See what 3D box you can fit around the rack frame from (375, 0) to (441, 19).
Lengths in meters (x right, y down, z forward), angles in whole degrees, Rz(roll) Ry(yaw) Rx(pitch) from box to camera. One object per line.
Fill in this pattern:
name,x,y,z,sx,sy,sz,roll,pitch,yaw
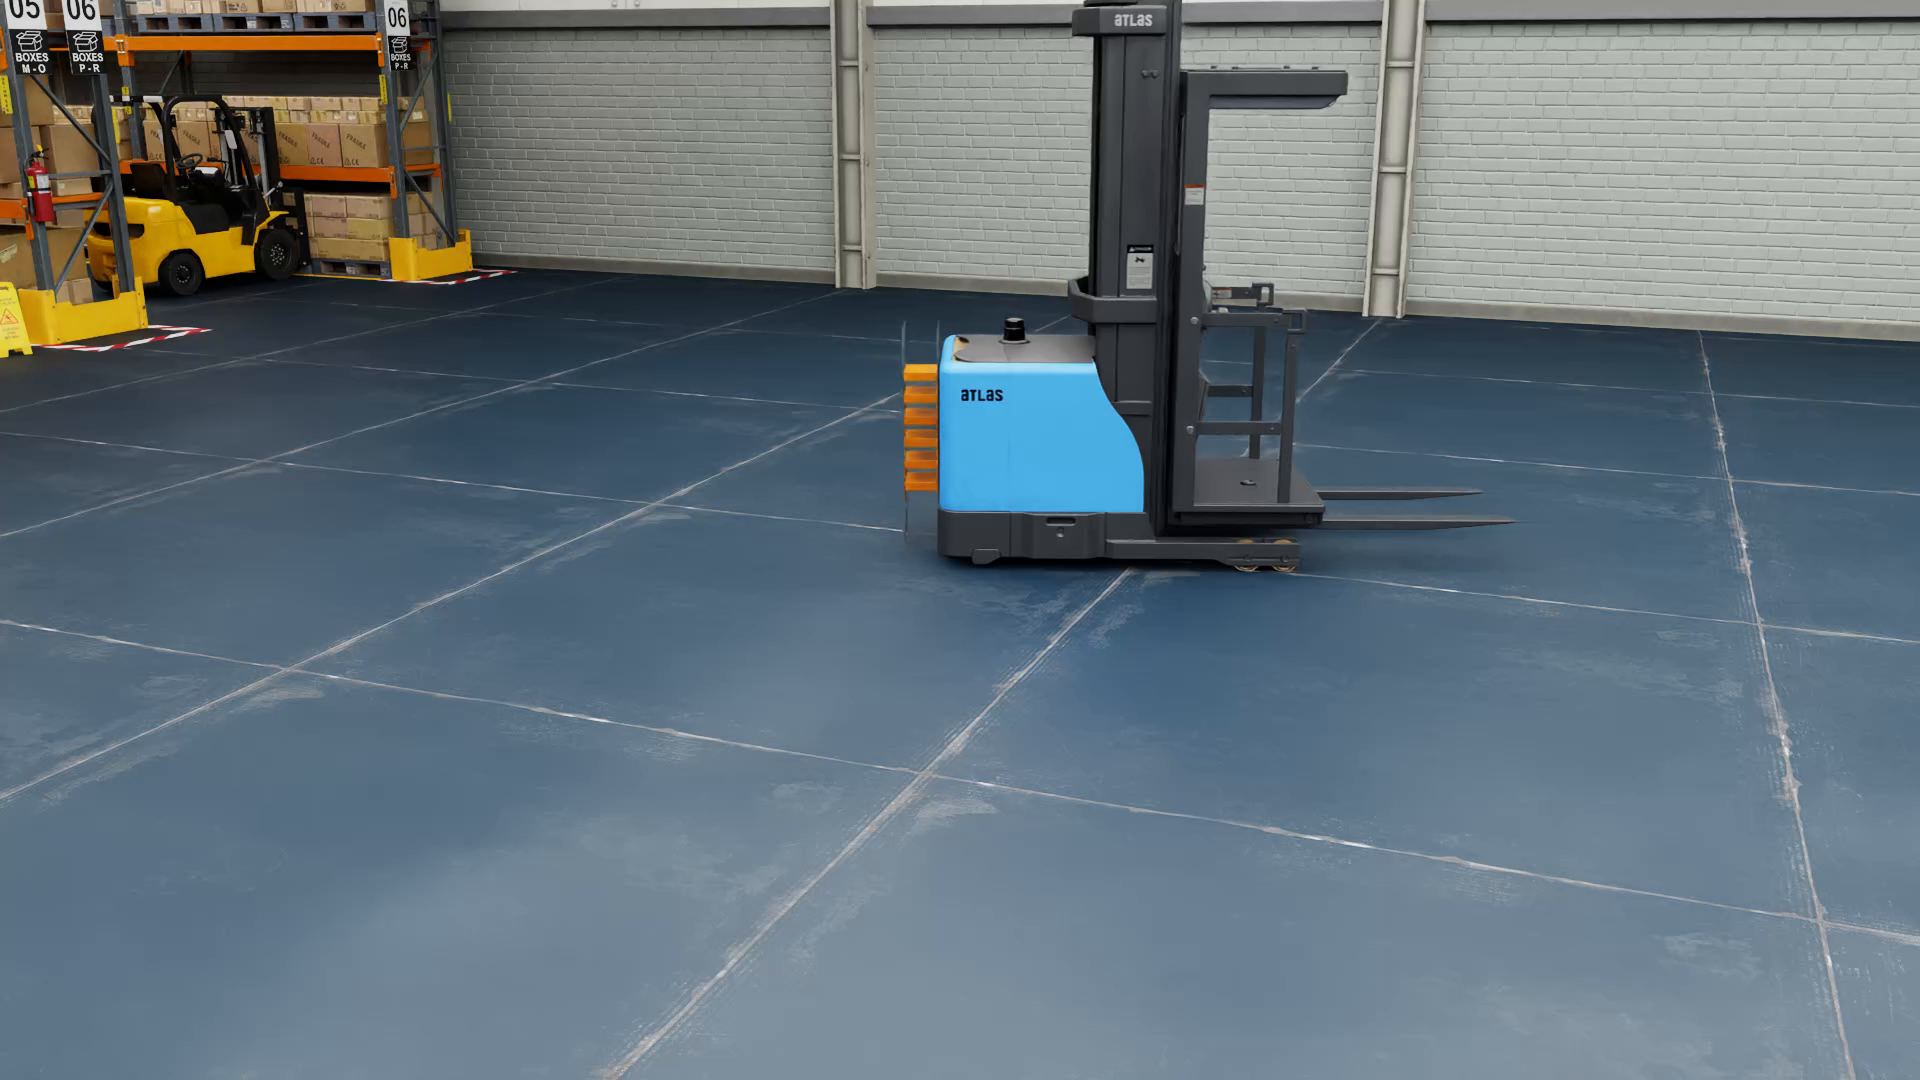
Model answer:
rack frame,-6.467,-7.569,19.107,0.127,3.000,1.000,6,17,21

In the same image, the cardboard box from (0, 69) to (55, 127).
cardboard box,-8.840,-4.067,15.298,0.500,0.500,0.700,6,17,19

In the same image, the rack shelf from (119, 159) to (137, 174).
rack shelf,-12.048,-4.957,22.158,4.000,0.370,1.077,6,17,21

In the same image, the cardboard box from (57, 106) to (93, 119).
cardboard box,-11.335,-5.487,21.352,0.250,0.149,0.380,6,17,19

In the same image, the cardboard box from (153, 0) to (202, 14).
cardboard box,-9.503,-6.597,20.364,0.500,0.311,0.500,7,17,22

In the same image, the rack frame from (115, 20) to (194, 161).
rack frame,-10.188,-5.098,21.353,0.127,3.000,1.000,6,17,21

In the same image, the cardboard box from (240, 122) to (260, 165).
cardboard box,-8.449,-4.875,20.407,0.500,0.500,0.500,6,17,21

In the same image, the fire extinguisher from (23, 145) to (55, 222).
fire extinguisher,-8.347,-3.232,15.066,0.183,0.674,0.296,6,17,21

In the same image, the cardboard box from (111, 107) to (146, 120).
cardboard box,-10.587,-5.434,21.170,0.250,0.149,0.380,7,18,23

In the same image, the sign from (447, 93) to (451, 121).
sign,-6.257,-5.286,20.305,0.005,0.325,0.100,6,17,21

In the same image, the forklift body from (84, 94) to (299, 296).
forklift body,-8.900,-4.002,19.100,1.214,2.155,2.313,6,17,21

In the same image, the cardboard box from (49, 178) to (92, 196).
cardboard box,-8.524,-3.368,15.847,0.250,0.149,0.380,6,17,21

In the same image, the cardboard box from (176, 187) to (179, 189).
cardboard box,-9.853,-4.328,21.087,0.500,0.250,0.500,6,17,20

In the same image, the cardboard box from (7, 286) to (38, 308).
cardboard box,-9.157,-2.297,15.885,0.500,0.250,0.500,6,17,20

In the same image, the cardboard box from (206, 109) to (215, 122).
cardboard box,-9.048,-5.239,20.497,0.250,0.149,0.380,6,17,20

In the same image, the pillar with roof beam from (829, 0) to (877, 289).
pillar with roof beam,-2.782,-6.144,14.197,0.400,9.000,9.100,6,17,21

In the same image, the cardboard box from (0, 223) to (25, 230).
cardboard box,-9.444,-2.851,16.447,0.500,0.500,0.500,6,17,19

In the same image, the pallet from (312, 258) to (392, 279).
pallet,-7.193,-3.417,20.564,1.213,0.211,1.003,6,17,21

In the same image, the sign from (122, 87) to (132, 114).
sign,-10.378,-5.474,20.714,0.005,0.325,0.100,6,17,21

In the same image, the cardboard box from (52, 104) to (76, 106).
cardboard box,-11.837,-5.717,22.143,0.250,0.149,0.380,6,17,21

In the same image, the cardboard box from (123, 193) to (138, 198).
cardboard box,-10.677,-4.209,21.799,0.625,0.625,0.875,7,18,23

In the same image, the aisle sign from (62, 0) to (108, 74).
aisle sign,-8.113,-4.723,15.400,0.004,0.787,0.394,6,17,21

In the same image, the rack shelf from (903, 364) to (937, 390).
rack shelf,-0.207,-0.876,8.906,0.180,0.103,0.258,0,16,1

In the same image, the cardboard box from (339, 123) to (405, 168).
cardboard box,-7.021,-4.719,19.868,0.500,0.500,0.500,6,17,19

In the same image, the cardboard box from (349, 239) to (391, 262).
cardboard box,-7.020,-3.536,20.151,0.500,0.250,0.500,6,17,21

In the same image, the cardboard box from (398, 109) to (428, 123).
cardboard box,-6.687,-5.150,20.190,0.250,0.149,0.380,6,17,19

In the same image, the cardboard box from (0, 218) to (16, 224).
cardboard box,-12.723,-4.436,22.579,0.625,0.625,0.875,7,18,22

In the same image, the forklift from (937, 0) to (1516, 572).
forklift,1.405,-1.392,8.710,3.031,2.935,1.130,0,16,1

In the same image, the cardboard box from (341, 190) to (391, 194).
cardboard box,-7.310,-4.198,20.640,0.500,0.250,0.500,6,17,21

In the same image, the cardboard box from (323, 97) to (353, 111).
cardboard box,-7.371,-5.210,19.862,0.250,0.149,0.380,7,17,22

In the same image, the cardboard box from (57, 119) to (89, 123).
cardboard box,-11.219,-5.300,21.423,0.500,0.250,0.500,6,17,19

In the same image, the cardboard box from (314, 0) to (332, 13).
cardboard box,-7.349,-6.264,19.508,0.250,0.149,0.380,6,17,19

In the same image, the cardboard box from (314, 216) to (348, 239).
cardboard box,-7.497,-3.833,20.277,0.500,0.250,0.500,6,17,20

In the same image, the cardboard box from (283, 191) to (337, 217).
cardboard box,-7.960,-4.116,20.356,0.500,0.250,0.500,7,17,21

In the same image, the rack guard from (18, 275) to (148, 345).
rack guard,-8.355,-2.208,15.883,0.348,0.500,1.175,6,17,21

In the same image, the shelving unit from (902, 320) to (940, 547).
shelving unit,-0.207,-0.573,8.994,0.189,1.200,0.258,0,16,1

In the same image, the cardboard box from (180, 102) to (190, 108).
cardboard box,-9.483,-5.463,20.736,0.250,0.149,0.380,6,17,20

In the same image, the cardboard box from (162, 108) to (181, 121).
cardboard box,-9.746,-5.330,20.811,0.250,0.149,0.380,7,17,22

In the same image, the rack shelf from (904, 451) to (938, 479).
rack shelf,-0.207,-0.415,9.040,0.180,0.103,0.258,0,16,1

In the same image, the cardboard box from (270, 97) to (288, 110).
cardboard box,-8.101,-5.277,20.095,0.250,0.149,0.380,7,17,22

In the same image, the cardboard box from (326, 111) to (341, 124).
cardboard box,-7.360,-5.072,19.920,0.250,0.149,0.380,7,17,22

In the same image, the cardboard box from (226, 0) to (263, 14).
cardboard box,-8.414,-6.611,20.067,0.637,0.503,0.797,7,18,22

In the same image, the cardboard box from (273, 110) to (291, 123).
cardboard box,-8.094,-5.136,20.141,0.250,0.149,0.380,6,17,21

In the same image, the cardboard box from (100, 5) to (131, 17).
cardboard box,-10.905,-6.805,21.371,0.250,0.149,0.380,6,17,21

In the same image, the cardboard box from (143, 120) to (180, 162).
cardboard box,-9.871,-5.033,20.949,0.500,0.500,0.500,6,17,19

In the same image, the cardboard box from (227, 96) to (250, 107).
cardboard box,-8.773,-5.379,20.446,0.250,0.149,0.380,6,17,20

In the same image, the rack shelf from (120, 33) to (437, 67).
rack shelf,-8.327,-5.988,20.330,4.000,0.370,1.077,6,17,21

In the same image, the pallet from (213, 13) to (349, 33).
pallet,-8.254,-6.290,20.238,1.213,0.211,1.003,6,17,21
